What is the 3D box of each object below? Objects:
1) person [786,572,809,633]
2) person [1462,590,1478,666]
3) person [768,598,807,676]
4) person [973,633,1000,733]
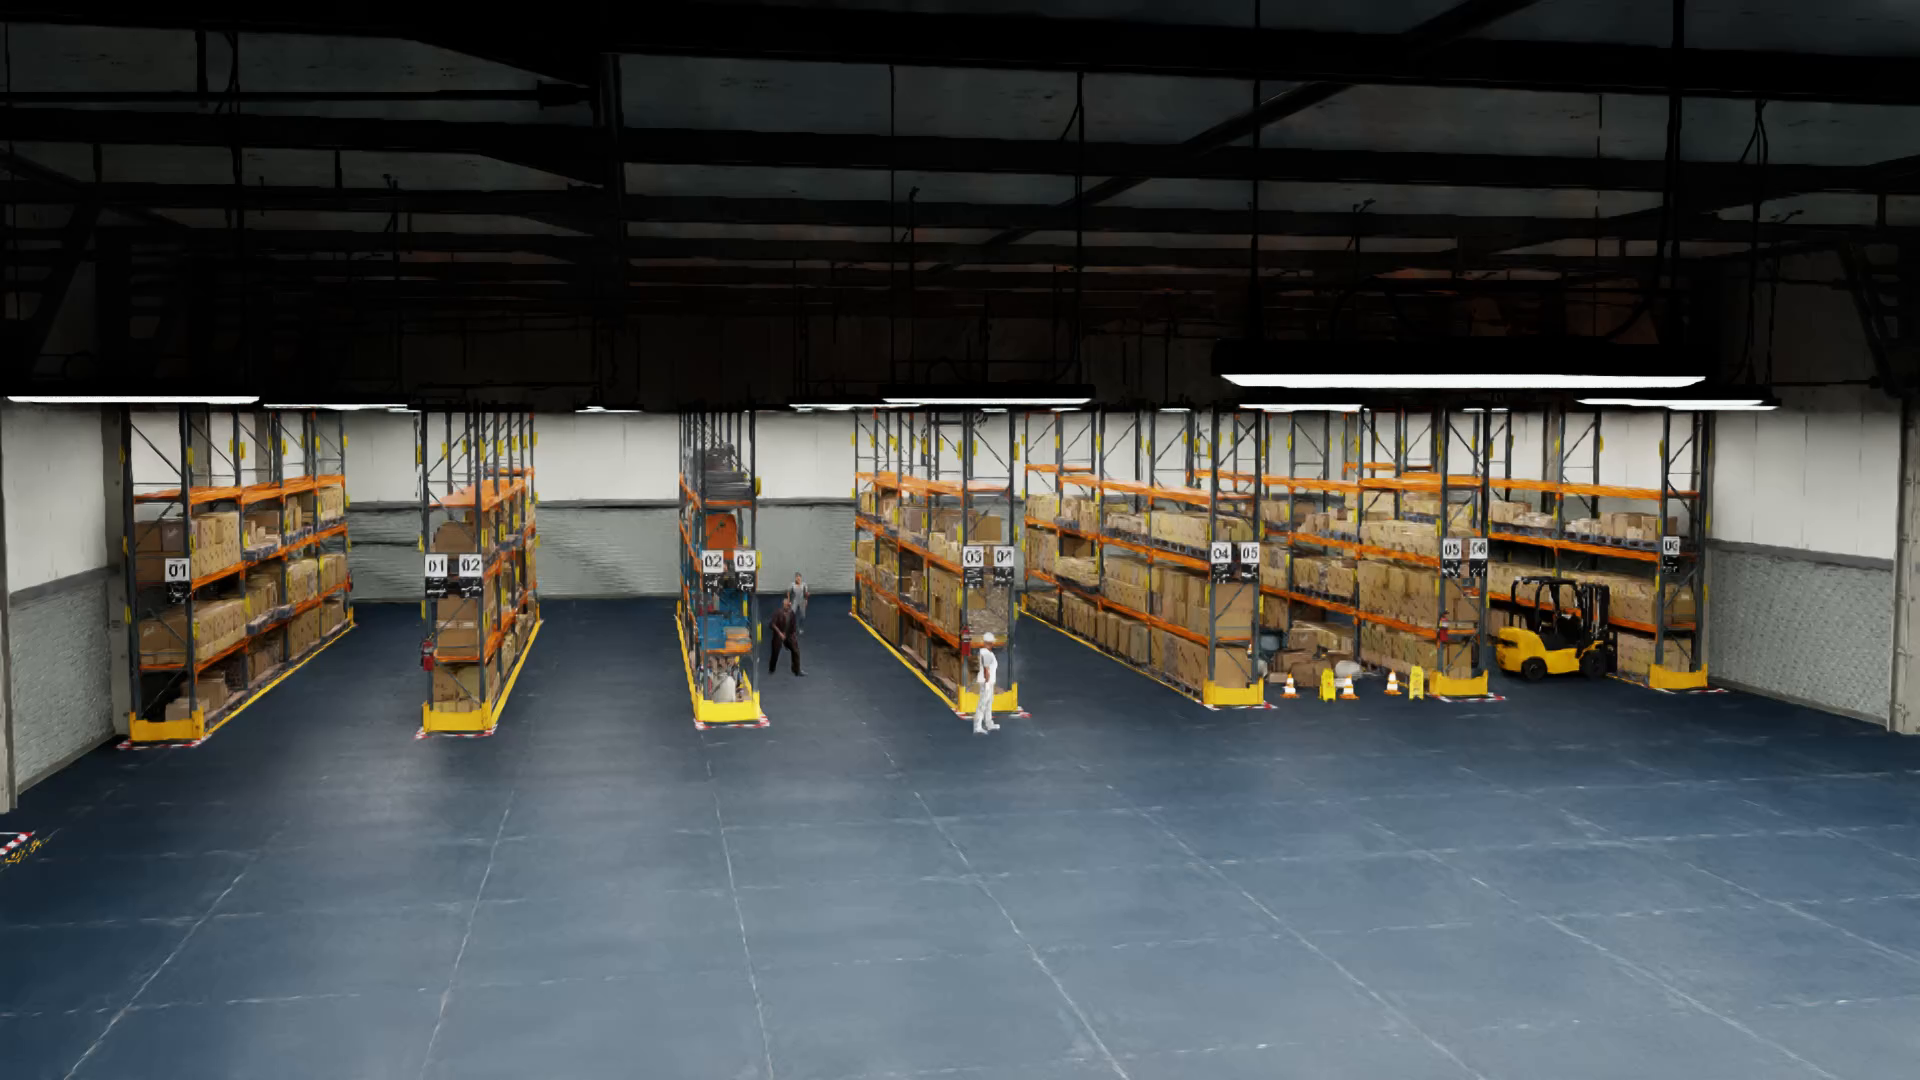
[{"bbox_3d":[-4.245,1.645,43.438,0.580,1.619,0.507,-1,4,-13],"label":"person"},{"bbox_3d":[11.530,1.990,37.892,0.576,1.718,0.626,2,5,20],"label":"person"},{"bbox_3d":[-3.851,2.114,36.348,0.735,1.712,0.904,-2,5,-27],"label":"person"},{"bbox_3d":[0.487,2.565,29.989,0.509,1.785,0.661,0,4,-2],"label":"person"}]
